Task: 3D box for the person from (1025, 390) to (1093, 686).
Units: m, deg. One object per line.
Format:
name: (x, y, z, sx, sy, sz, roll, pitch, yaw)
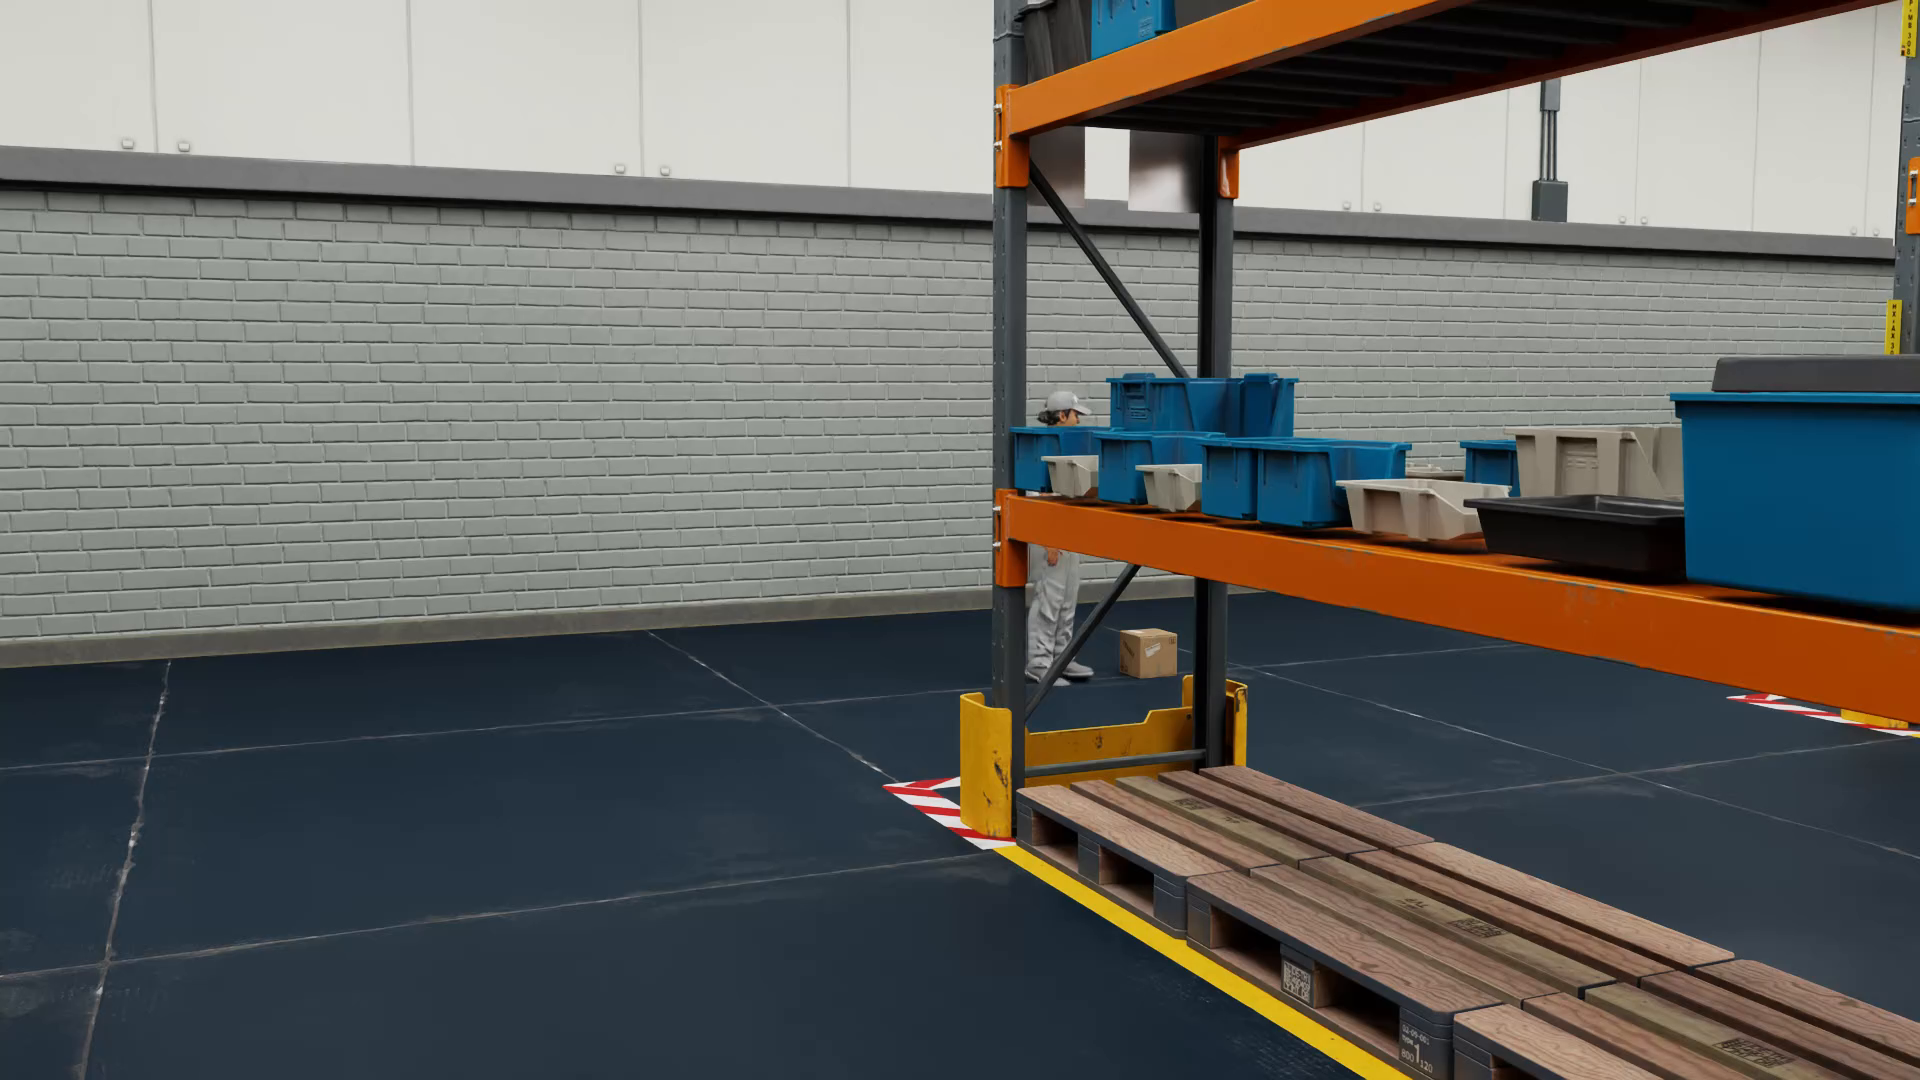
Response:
person: (0.560, -0.005, 9.599, 0.427, 1.715, 0.491, 2, 6, 16)
